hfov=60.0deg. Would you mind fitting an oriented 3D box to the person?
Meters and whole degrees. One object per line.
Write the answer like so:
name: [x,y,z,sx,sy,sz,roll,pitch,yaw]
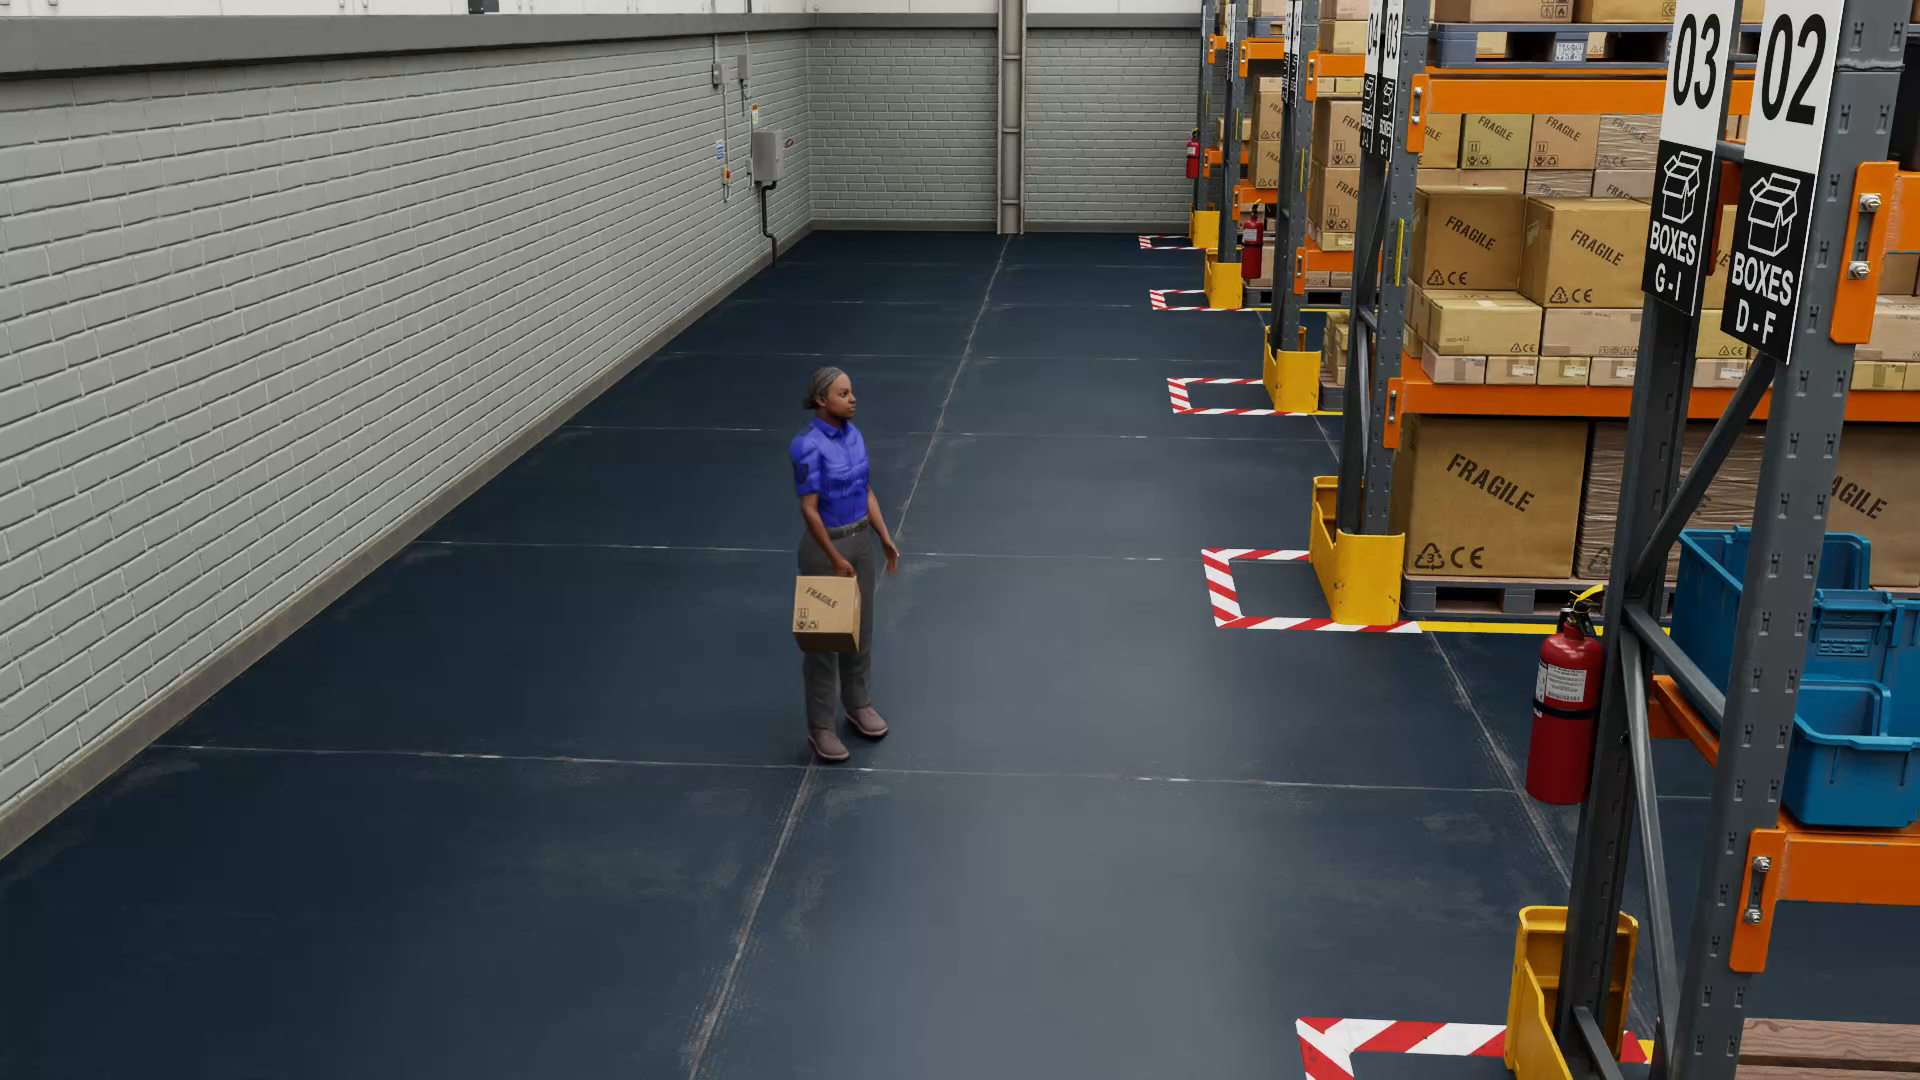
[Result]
person: [-0.518,0.093,7.245,0.421,1.652,0.538,11,20,30]
